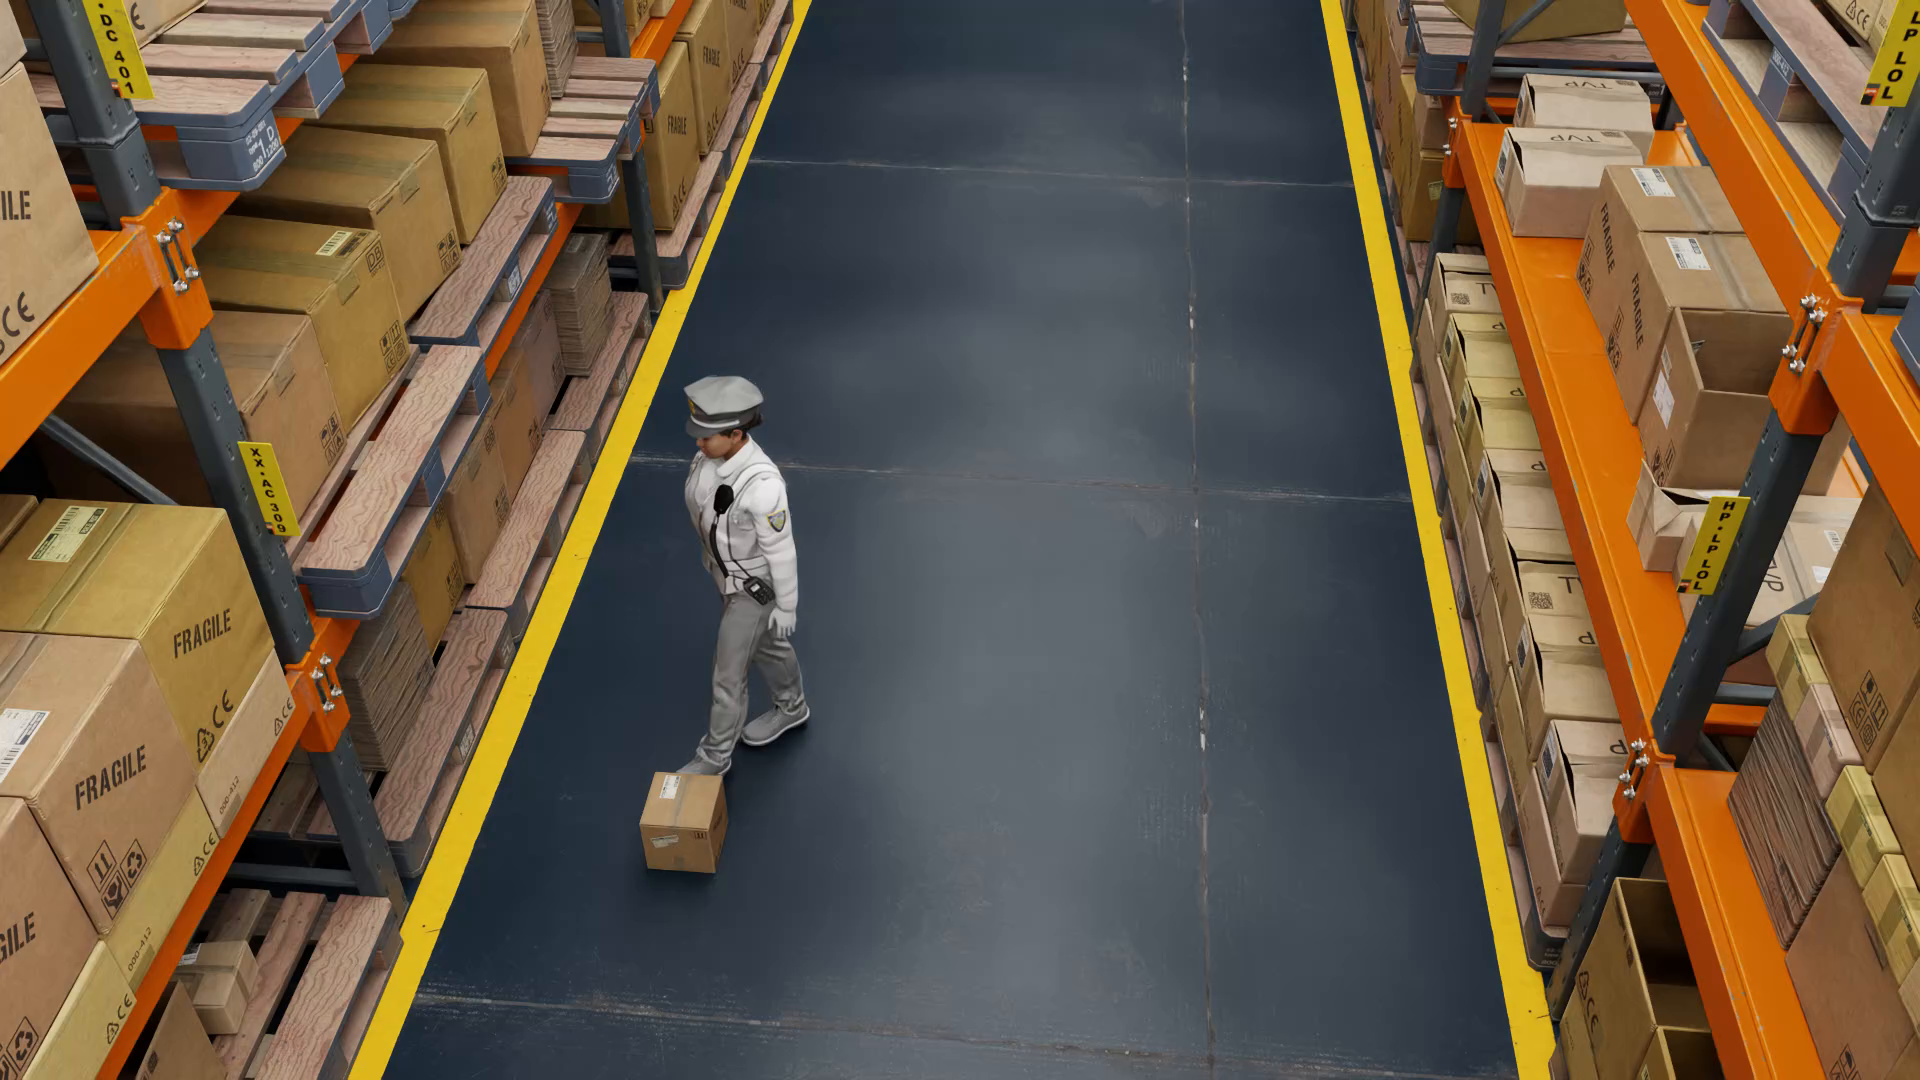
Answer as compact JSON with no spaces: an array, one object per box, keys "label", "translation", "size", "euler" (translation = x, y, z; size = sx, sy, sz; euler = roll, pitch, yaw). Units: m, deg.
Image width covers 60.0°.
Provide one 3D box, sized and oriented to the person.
[{"label":"person","translation":[-0.883,0.173,5.932],"size":[0.660,1.662,0.504],"euler":[-19,44,-21]}]
